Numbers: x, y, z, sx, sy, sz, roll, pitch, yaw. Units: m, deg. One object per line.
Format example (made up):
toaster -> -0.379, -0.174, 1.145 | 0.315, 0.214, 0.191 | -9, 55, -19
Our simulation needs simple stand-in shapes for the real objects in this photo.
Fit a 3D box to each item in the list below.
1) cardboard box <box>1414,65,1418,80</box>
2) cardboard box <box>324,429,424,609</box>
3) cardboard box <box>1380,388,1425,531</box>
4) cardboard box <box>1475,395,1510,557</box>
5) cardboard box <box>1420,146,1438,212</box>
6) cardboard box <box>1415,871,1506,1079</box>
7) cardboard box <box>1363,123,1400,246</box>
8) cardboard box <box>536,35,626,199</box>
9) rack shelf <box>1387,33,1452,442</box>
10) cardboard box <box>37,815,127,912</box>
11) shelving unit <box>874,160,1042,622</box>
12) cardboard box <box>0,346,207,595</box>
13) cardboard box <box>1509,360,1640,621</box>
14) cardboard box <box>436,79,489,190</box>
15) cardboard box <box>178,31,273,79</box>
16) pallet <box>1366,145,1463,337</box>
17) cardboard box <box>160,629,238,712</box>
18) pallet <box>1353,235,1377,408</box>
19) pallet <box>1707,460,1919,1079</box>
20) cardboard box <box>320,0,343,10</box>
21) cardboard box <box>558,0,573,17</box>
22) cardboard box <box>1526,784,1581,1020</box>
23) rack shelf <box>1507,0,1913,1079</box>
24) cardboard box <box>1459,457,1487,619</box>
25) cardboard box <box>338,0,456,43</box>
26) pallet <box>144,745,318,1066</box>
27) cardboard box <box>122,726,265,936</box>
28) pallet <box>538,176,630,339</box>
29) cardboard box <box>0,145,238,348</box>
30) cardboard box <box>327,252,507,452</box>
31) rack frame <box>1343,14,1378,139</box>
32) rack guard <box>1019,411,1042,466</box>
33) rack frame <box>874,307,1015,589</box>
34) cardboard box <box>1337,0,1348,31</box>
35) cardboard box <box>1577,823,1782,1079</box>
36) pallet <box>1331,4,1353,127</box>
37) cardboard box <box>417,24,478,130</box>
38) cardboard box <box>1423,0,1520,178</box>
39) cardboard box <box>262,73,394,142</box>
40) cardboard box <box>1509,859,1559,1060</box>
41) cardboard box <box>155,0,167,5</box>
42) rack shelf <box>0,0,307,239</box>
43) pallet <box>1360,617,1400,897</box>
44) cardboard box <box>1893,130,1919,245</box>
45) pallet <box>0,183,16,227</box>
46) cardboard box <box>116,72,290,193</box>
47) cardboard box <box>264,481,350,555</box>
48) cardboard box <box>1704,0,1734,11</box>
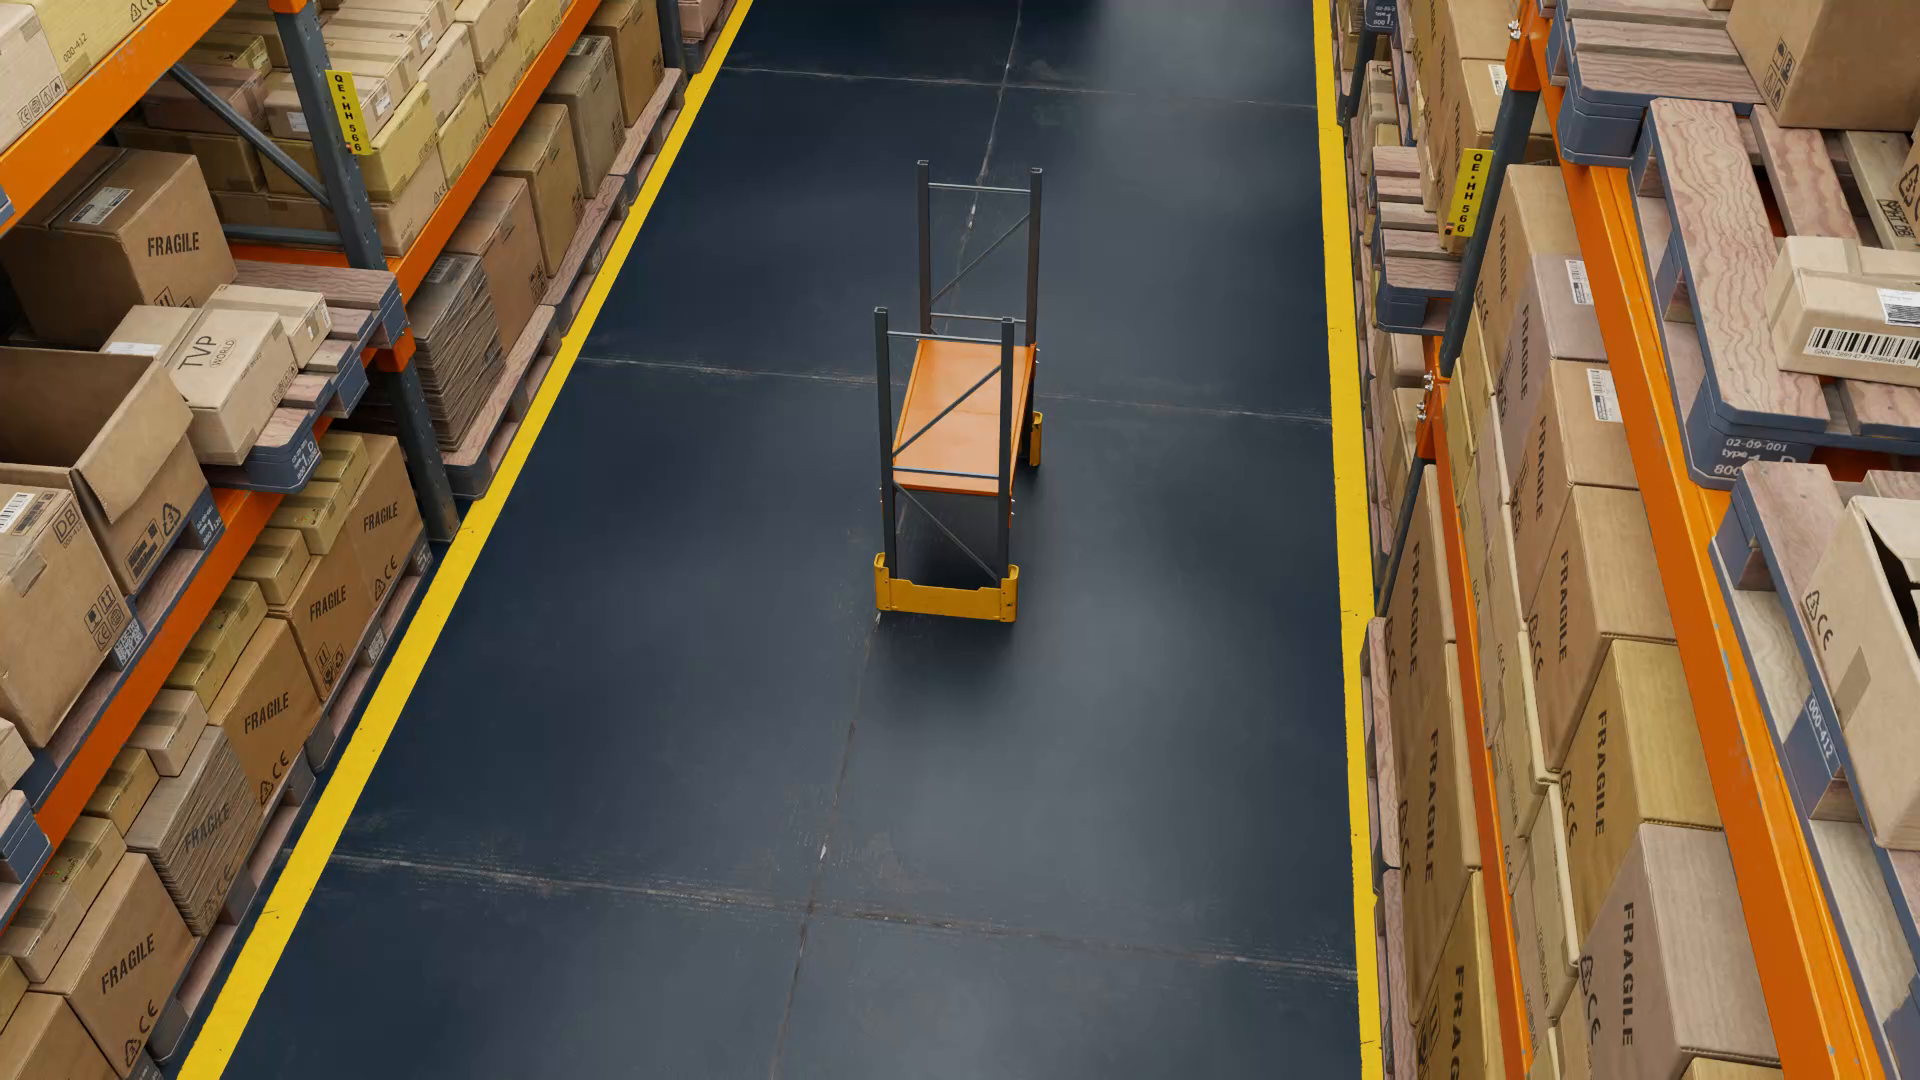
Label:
cardboard box -> 2.158, -2.079, 7.141 | 0.380, 0.149, 0.250 | 4, 44, 4
cardboard box -> -2.542, -0.095, 6.682 | 0.500, 0.500, 0.500 | 6, 44, 7
cardboard box -> 2.307, -0.292, 6.983 | 0.950, 0.372, 0.625 | 3, 43, 3
cardboard box -> 1.841, -0.162, 4.985 | 0.500, 0.250, 0.500 | 6, 44, 7
cardboard box -> 1.985, -1.381, 6.404 | 0.380, 0.149, 0.250 | 5, 44, 5
cardboard box -> 1.807, 1.589, 4.630 | 0.875, 0.875, 0.875 | 6, 44, 7
cardboard box -> 2.592, -1.786, 8.560 | 0.950, 0.372, 0.625 | 8, 44, 8
cardboard box -> -2.338, -2.290, 8.908 | 0.875, 0.625, 0.625 | 5, 44, 5
rack shelf -> 2.486, -1.812, 7.505 | 1.077, 0.370, 4.000 | 5, 44, 6
cardboard box -> -2.806, 0.972, 5.083 | 0.380, 0.149, 0.250 | 7, 44, 7
shelving unit -> 0.010, -0.597, 6.789 | 0.587, 1.500, 1.083 | 5, 44, 6
cardboard box -> -2.731, -0.219, 4.919 | 0.797, 0.503, 0.637 | 4, 44, 5
cardboard box -> 1.775, -0.105, 4.379 | 0.500, 0.500, 0.500 | 6, 44, 7
cardboard box -> -2.326, -1.726, 7.001 | 0.500, 0.250, 0.500 | 4, 44, 5
cardboard box -> -2.932, -1.859, 6.487 | 0.380, 0.149, 0.250 | 6, 44, 7
pallet -> 2.211, -1.135, 6.407 | 1.213, 0.211, 1.003 | 5, 44, 6
cardboard box -> -2.709, 0.431, 5.654 | 0.380, 0.149, 0.250 | 5, 44, 5
pallet -> 2.490, -1.059, 8.215 | 1.003, 0.211, 1.213 | 5, 44, 6
pallet -> 1.765, 0.367, 2.638 | 0.805, 0.209, 1.217 | 4, 44, 4
cardboard box -> -2.763, -2.374, 7.031 | 0.380, 0.149, 0.250 | 5, 44, 5
cardboard box -> -2.134, -2.784, 8.118 | 0.500, 0.250, 0.500 | 5, 44, 6
cardboard box -> 1.632, 0.872, 3.893 | 0.500, 0.250, 0.500 | 6, 44, 7
rack shelf -> 1.958, -0.175, 3.594 | 1.077, 0.370, 4.000 | 5, 44, 6
cardboard box -> 1.857, 0.007, 5.170 | 0.500, 0.250, 0.500 | 4, 44, 4
cardboard box -> -2.300, -2.159, 6.804 | 0.380, 0.149, 0.250 | 6, 44, 6
pallet -> -2.999, 1.189, 5.841 | 1.003, 0.211, 1.213 | 5, 44, 6
cardboard box -> -2.735, 0.957, 5.570 | 0.500, 0.500, 0.500 | 4, 44, 4
pallet -> -2.387, -1.532, 8.715 | 1.003, 0.211, 1.213 | 5, 44, 6
cardboard box -> -2.922, -1.011, 5.757 | 0.500, 0.500, 0.500 | 7, 44, 7
cardboard box -> -2.603, -0.872, 7.411 | 0.875, 0.625, 0.625 | 7, 44, 7
rack frame -> 2.751, -3.436, 8.697 | 1.000, 3.000, 0.127 | 5, 44, 6
rack guard -> 0.076, -0.482, 7.577 | 0.587, 0.250, 0.087 | 5, 44, 6
rack frame -> -0.056, -0.256, 6.430 | 0.500, 1.500, 0.032 | 5, 44, 6
cardboard box -> 2.623, -3.381, 10.333 | 0.500, 0.250, 0.500 | 4, 44, 4
cardboard box -> 1.564, 0.936, 3.279 | 0.500, 0.500, 0.500 | 6, 44, 6
pallet -> 2.804, -2.884, 10.142 | 1.003, 0.211, 1.213 | 5, 44, 6
cardboard box -> -2.330, -1.907, 6.828 | 0.500, 0.250, 0.500 | 7, 44, 7
cardboard box -> 2.064, -1.695, 6.264 | 0.500, 0.500, 0.500 | 5, 44, 5
cardboard box -> -2.365, -1.621, 6.235 | 0.380, 0.149, 0.250 | 6, 44, 7
cardboard box -> 1.657, 1.053, 4.065 | 0.500, 0.250, 0.500 | 4, 44, 4
cardboard box -> -2.526, -1.821, 4.919 | 0.500, 0.250, 0.500 | 4, 44, 4
rack shelf -> -2.963, -0.623, 4.068 | 1.077, 0.370, 4.000 | 5, 44, 6
pallet -> 2.043, 0.833, 6.216 | 1.003, 0.211, 1.213 | 5, 44, 6
cardboard box -> 2.276, -0.760, 3.311 | 0.500, 0.500, 0.500 | 6, 44, 6
pallet -> -2.938, -0.598, 3.655 | 1.213, 0.211, 1.003 | 5, 44, 6
cardboard box -> -2.915, -1.617, 6.521 | 0.500, 0.250, 0.500 | 6, 44, 6
cardboard box -> -2.518, -0.090, 6.204 | 0.380, 0.149, 0.250 | 3, 44, 3
cardboard box -> 2.322, -1.718, 4.321 | 0.797, 0.503, 0.637 | 3, 44, 3
